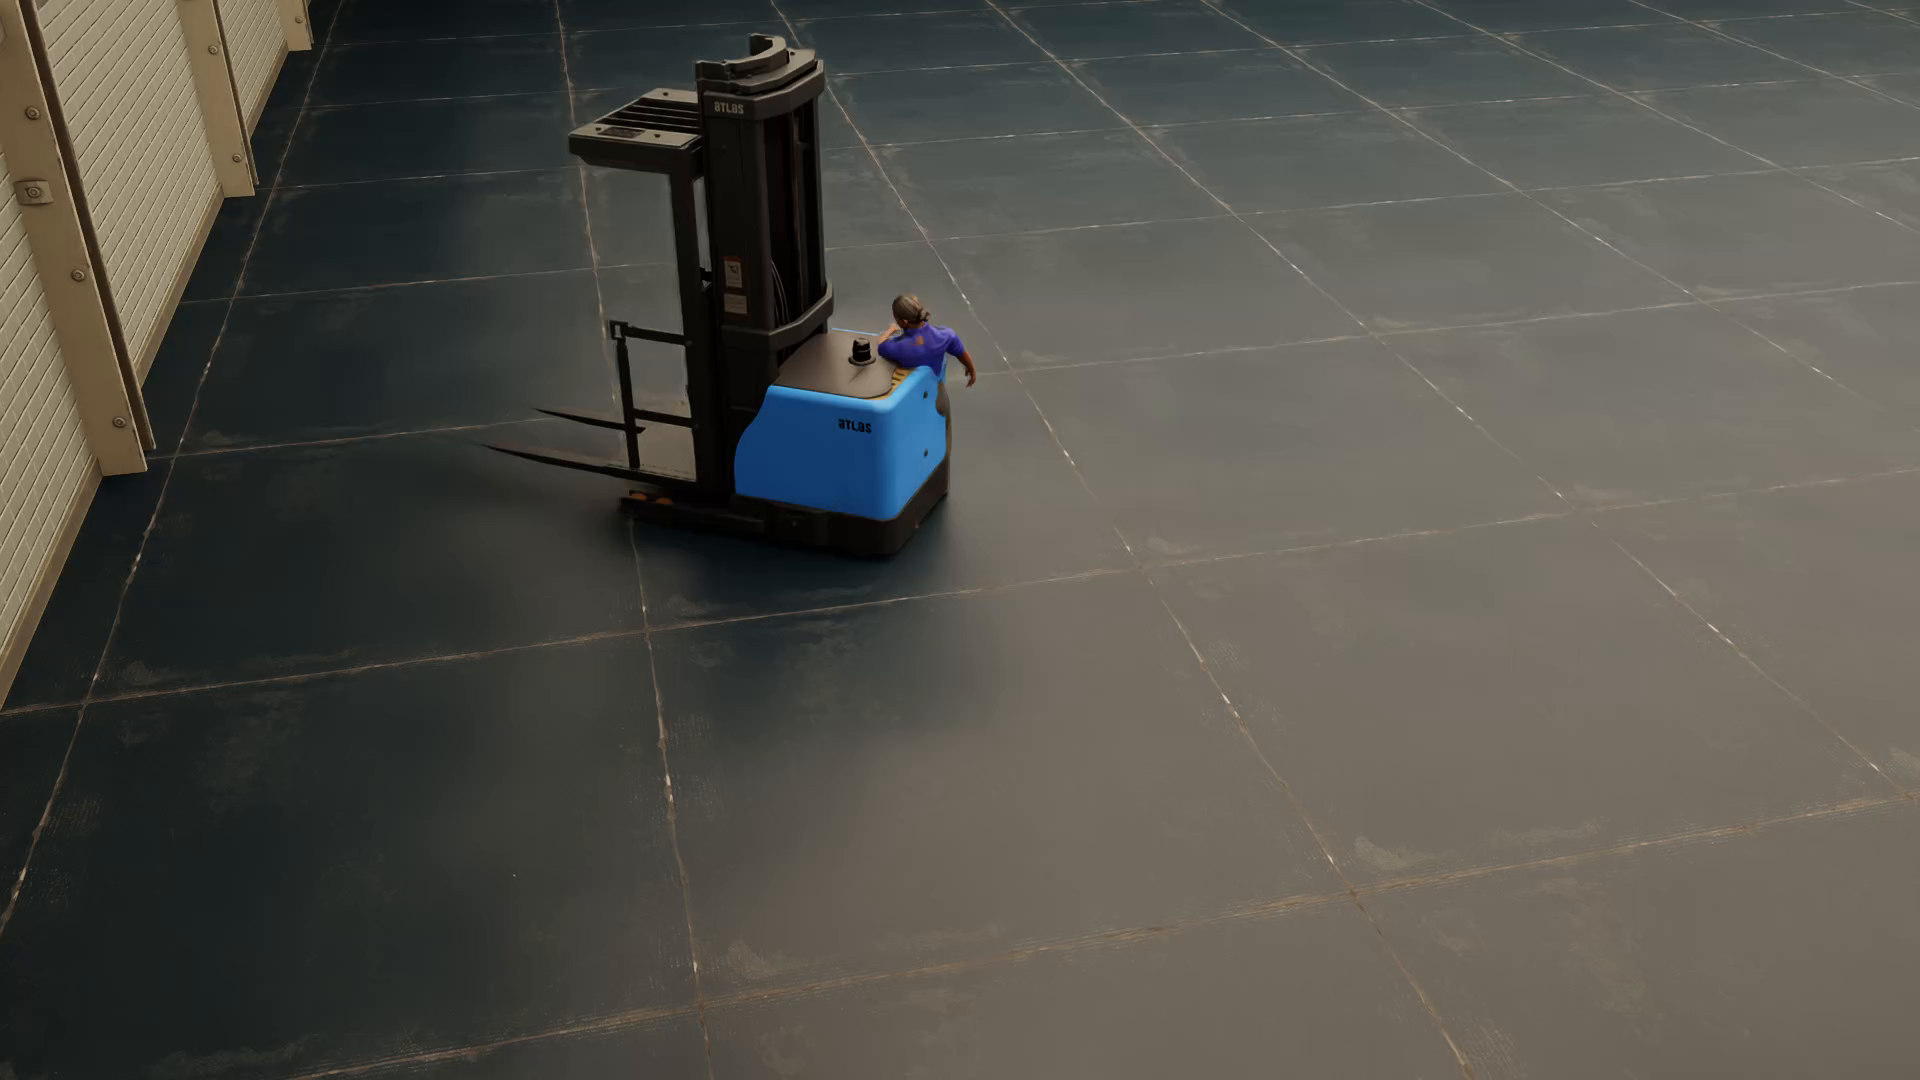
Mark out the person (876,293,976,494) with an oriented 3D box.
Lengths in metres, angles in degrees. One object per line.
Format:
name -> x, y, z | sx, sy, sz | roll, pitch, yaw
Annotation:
person -> -0.255, -0.939, 10.586 | 0.810, 1.521, 0.802 | -18, 35, -29

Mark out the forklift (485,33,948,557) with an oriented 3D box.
forklift -> -1.651, -1.608, 10.353 | 3.031, 2.935, 1.130 | 10, 32, 17
